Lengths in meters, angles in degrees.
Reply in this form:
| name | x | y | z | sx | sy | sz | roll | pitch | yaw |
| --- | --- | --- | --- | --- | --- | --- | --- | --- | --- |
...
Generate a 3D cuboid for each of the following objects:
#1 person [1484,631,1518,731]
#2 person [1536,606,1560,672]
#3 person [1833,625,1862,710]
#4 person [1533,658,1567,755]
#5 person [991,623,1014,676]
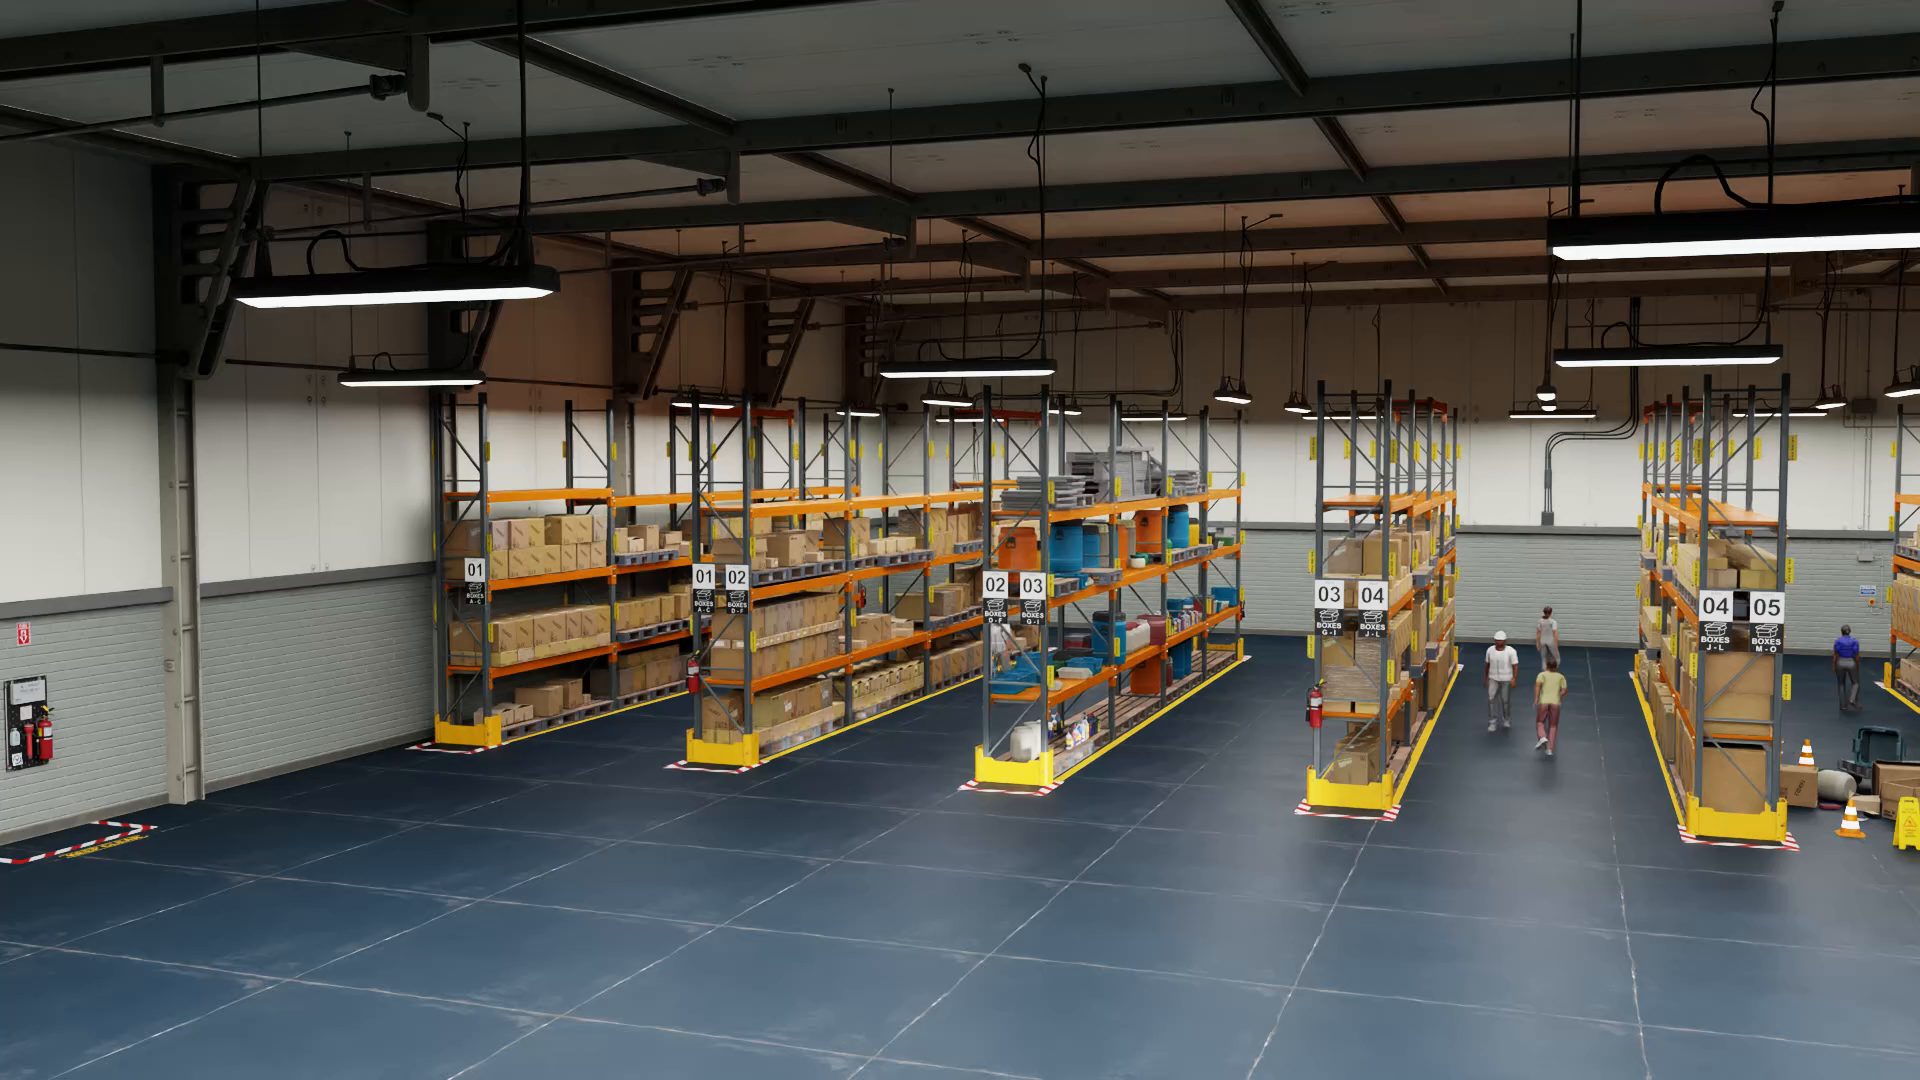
| name | x | y | z | sx | sy | sz | roll | pitch | yaw |
| --- | --- | --- | --- | --- | --- | --- | --- | --- | --- |
| person | 9.727 | 2.532 | 29.958 | 0.642 | 1.791 | 0.641 | 2 | 4 | 36 |
| person | 12.642 | 2.263 | 35.799 | 0.488 | 1.670 | 0.488 | 2 | 4 | 38 |
| person | 17.159 | 2.468 | 32.155 | 0.511 | 1.656 | 0.509 | 1 | 3 | 23 |
| person | 9.814 | 2.756 | 27.675 | 0.527 | 1.559 | 0.705 | 1 | 3 | 21 |
| person | 0.825 | 2.218 | 34.956 | 0.527 | 1.510 | 1.042 | 1 | 3 | 26 |
